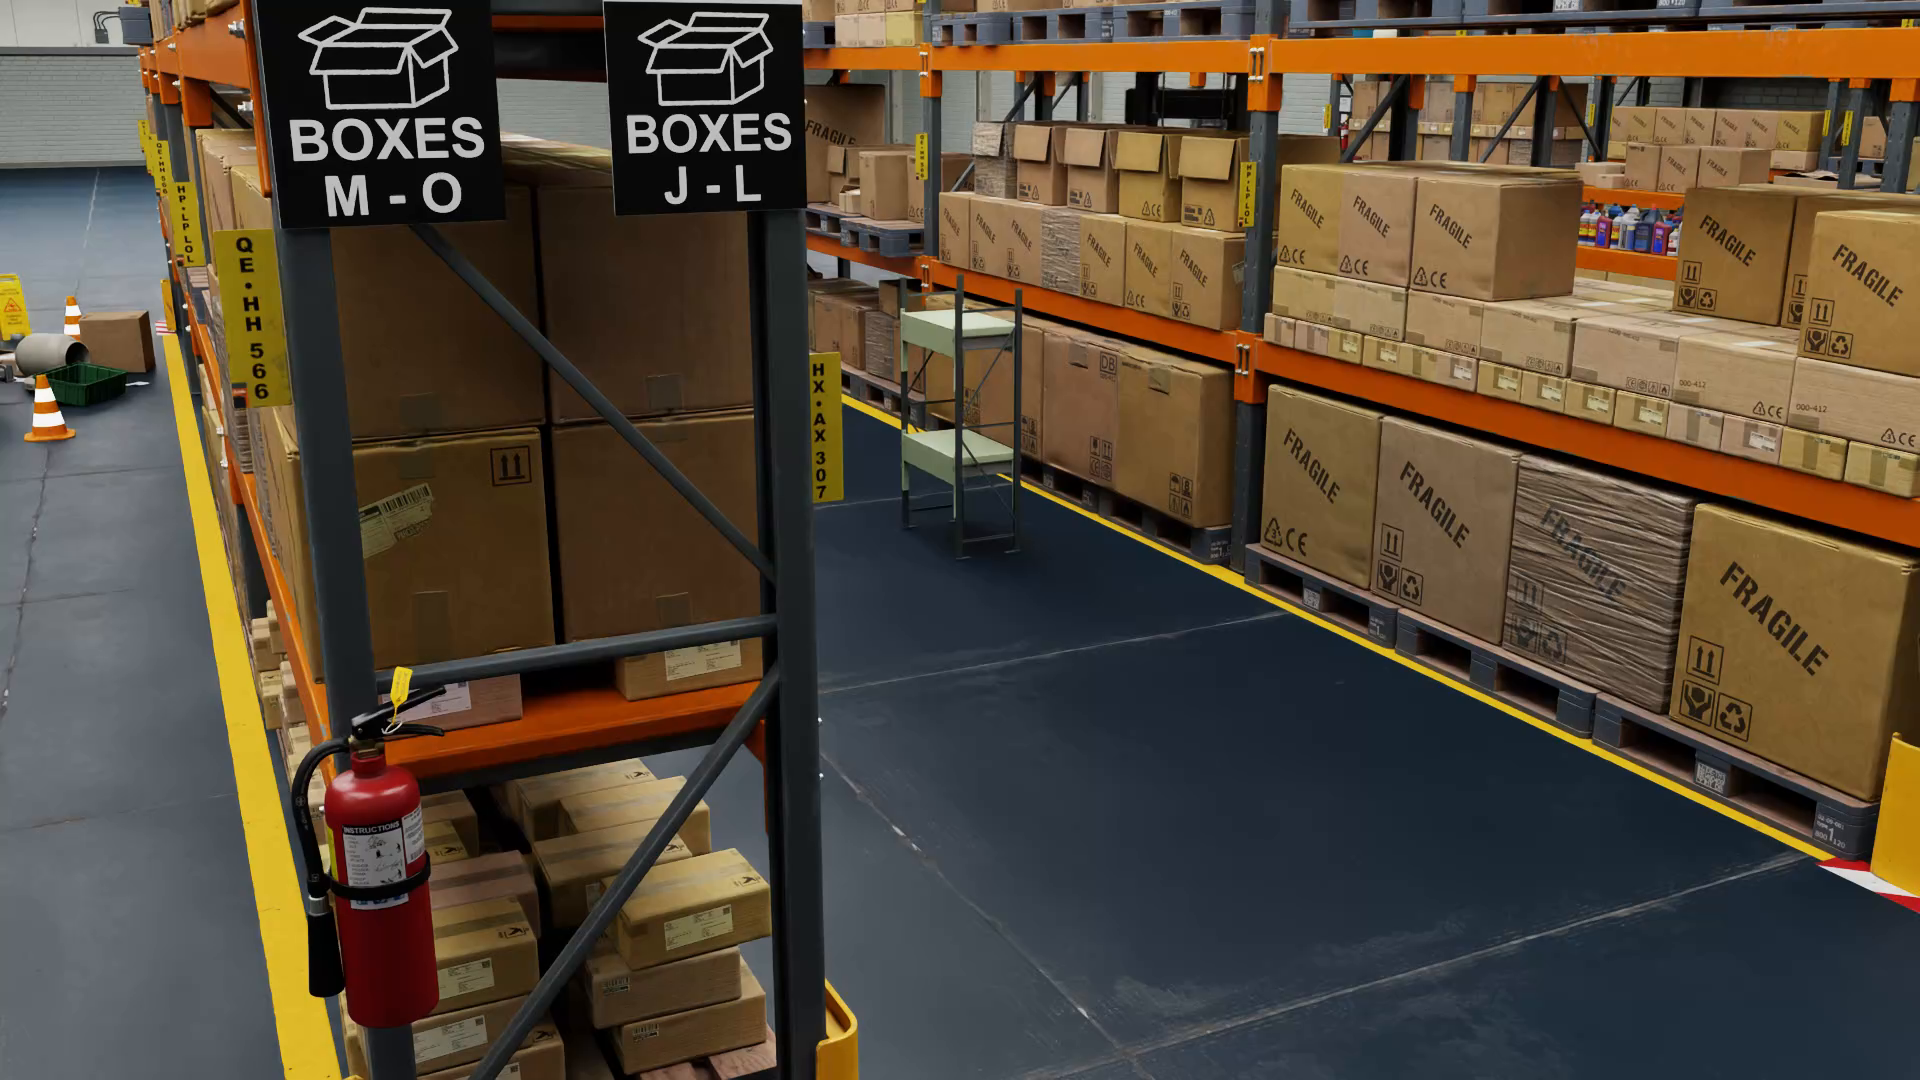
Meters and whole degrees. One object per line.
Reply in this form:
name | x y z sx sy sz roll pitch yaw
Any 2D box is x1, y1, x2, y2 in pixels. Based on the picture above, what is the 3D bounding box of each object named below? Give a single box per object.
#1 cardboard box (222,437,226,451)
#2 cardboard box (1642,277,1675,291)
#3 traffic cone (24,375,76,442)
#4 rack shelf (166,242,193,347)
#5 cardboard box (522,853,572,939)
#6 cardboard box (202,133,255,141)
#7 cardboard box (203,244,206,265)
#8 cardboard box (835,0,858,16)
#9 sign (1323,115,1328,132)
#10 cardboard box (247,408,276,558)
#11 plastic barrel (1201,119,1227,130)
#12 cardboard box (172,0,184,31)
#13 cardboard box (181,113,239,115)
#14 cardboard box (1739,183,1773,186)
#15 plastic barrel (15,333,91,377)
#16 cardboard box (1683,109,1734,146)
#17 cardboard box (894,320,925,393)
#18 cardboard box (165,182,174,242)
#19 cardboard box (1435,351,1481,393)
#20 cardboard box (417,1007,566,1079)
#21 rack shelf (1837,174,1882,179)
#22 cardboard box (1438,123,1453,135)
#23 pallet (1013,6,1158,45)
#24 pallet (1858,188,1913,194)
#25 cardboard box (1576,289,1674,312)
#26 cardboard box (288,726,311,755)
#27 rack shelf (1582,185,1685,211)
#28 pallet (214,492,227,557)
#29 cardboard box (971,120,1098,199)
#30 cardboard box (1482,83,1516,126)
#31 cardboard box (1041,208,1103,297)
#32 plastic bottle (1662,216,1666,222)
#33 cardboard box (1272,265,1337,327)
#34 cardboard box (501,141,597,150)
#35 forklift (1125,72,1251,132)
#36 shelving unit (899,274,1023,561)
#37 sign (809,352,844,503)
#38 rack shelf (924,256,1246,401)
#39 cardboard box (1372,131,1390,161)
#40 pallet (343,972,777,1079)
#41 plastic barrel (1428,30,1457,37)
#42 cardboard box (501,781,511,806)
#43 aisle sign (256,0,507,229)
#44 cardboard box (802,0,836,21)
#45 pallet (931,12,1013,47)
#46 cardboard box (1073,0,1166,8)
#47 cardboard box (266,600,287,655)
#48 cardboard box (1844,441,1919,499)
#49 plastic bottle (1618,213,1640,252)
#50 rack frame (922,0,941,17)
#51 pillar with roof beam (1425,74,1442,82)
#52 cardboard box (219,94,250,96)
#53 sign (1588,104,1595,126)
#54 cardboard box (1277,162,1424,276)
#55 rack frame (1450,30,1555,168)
cardboard box | -3.307 -0.394 8.095 0.500 0.250 0.500 -7 17 -22
cardboard box | 7.993 -2.873 18.547 0.500 0.250 0.500 -7 18 -24
traffic cone | -6.815 -0.999 12.392 0.336 0.463 0.334 -8 18 -25
rack shelf | -5.169 -1.892 12.208 1.077 0.370 4.000 -8 18 -25
cardboard box | -1.043 0.982 4.758 0.380 0.149 0.250 -7 18 -24
cardboard box | -2.321 -1.153 5.798 0.500 0.500 0.500 -8 18 -27
cardboard box | -4.278 -1.687 9.886 0.380 0.149 0.250 -8 18 -26
cardboard box | -0.661 -4.384 13.065 0.500 0.500 0.500 -7 18 -24
sign | 7.321 -8.298 33.163 0.001 0.329 0.234 -8 18 -25
cardboard box | -1.668 -0.282 4.575 0.500 0.500 0.500 -8 18 -25
plastic barrel | 2.807 -4.015 17.394 0.600 0.901 0.708 -8 18 -25
cardboard box | -2.575 -1.973 6.020 0.500 0.250 0.500 -7 17 -22
cardboard box | -5.822 -3.139 13.259 0.700 0.500 0.500 -8 18 -26
cardboard box | 8.507 -3.701 17.663 0.380 0.149 0.250 -6 17 -21
plastic barrel | -7.921 -1.591 14.527 0.512 0.421 0.421 4 16 13
cardboard box | 10.667 -5.859 23.606 0.500 0.500 0.500 -7 17 -23
cardboard box | -0.101 -1.489 13.237 0.700 0.500 0.500 -9 18 -28
cardboard box | -5.835 -2.493 12.820 0.500 0.500 0.500 -7 18 -24
cardboard box | 2.361 -0.768 7.445 0.380 0.149 0.250 -7 18 -24
cardboard box | -1.206 1.305 4.171 0.380 0.149 0.250 -7 18 -24
rack shelf | 12.692 -4.262 20.467 1.077 0.370 4.000 -8 18 -25
cardboard box | 6.379 -5.286 21.374 0.380 0.149 0.250 -7 17 -23
pallet | 1.032 -3.237 10.495 1.003 0.211 1.213 -7 17 -22
pallet | 9.477 -3.260 16.021 1.213 0.211 1.003 -8 18 -25
cardboard box | 3.063 -0.936 7.309 0.500 0.250 0.500 -8 18 -26
cardboard box | -2.070 0.721 5.668 0.380 0.149 0.250 -8 18 -25
rack shelf | 8.241 -3.662 18.378 1.077 0.370 4.000 -8 18 -25
pallet | -3.952 -0.207 10.090 1.003 0.211 1.213 -8 18 -25
cardboard box | 0.516 -2.663 11.591 0.797 0.503 0.637 -7 17 -23
cardboard box | 6.942 -5.410 20.631 0.700 0.500 0.500 -8 18 -25
cardboard box | 0.851 -1.832 10.515 0.500 0.500 0.500 -8 18 -25
plastic bottle | 5.657 -2.513 13.430 0.097 0.201 0.097 0 16 0
cardboard box | 1.933 -1.247 8.389 0.500 0.250 0.500 -8 18 -26
cardboard box | -1.407 -0.955 5.106 0.500 0.500 0.500 -8 18 -27
forklift | 1.860 -2.499 13.145 1.130 2.935 3.031 4 16 12
shelving unit | -0.003 -0.723 9.550 0.431 1.500 0.755 -8 18 -25
sign | -0.300 -0.239 3.578 0.100 0.325 0.005 -8 18 -25
rack shelf | 1.086 -1.474 10.753 1.077 0.370 4.000 -8 18 -25
cardboard box | 6.039 -5.297 22.589 0.700 0.500 0.500 -7 17 -23
pallet | -1.146 1.358 4.636 1.003 0.211 1.213 -8 18 -25
plastic barrel | 4.498 -4.827 14.786 0.600 0.901 0.600 0 16 0
cardboard box | -1.232 0.701 5.200 0.380 0.149 0.250 -7 17 -23
aisle sign | -1.026 -0.953 2.920 0.394 0.787 0.004 -8 18 -25
cardboard box | -1.012 -4.639 14.091 0.797 0.503 0.637 -7 17 -23
pallet | 0.540 -3.513 11.460 1.213 0.211 1.003 -7 17 -22
cardboard box | 1.124 -3.505 10.140 0.797 0.503 0.637 -8 18 -26
cardboard box | -2.508 0.319 6.530 0.380 0.149 0.250 -7 17 -22
cardboard box | 3.263 -0.260 5.673 0.380 0.149 0.250 -7 18 -24
plastic bottle | 5.169 -2.364 12.777 0.152 0.276 0.135 -8 18 -25
rack frame | 0.210 -5.199 11.555 1.000 3.000 0.127 -8 18 -25
pillar with roof beam | 4.649 -9.877 27.856 9.100 9.000 0.400 -8 18 -25
cardboard box | -7.346 -4.094 16.350 0.875 0.550 0.550 -8 18 -25
sign | 9.576 -6.446 25.204 0.100 0.325 0.005 -8 18 -25
cardboard box | 1.942 -1.606 8.281 0.500 0.500 0.500 -8 18 -25
rack frame | 4.662 -2.914 14.468 1.000 3.000 0.127 -8 18 -25
